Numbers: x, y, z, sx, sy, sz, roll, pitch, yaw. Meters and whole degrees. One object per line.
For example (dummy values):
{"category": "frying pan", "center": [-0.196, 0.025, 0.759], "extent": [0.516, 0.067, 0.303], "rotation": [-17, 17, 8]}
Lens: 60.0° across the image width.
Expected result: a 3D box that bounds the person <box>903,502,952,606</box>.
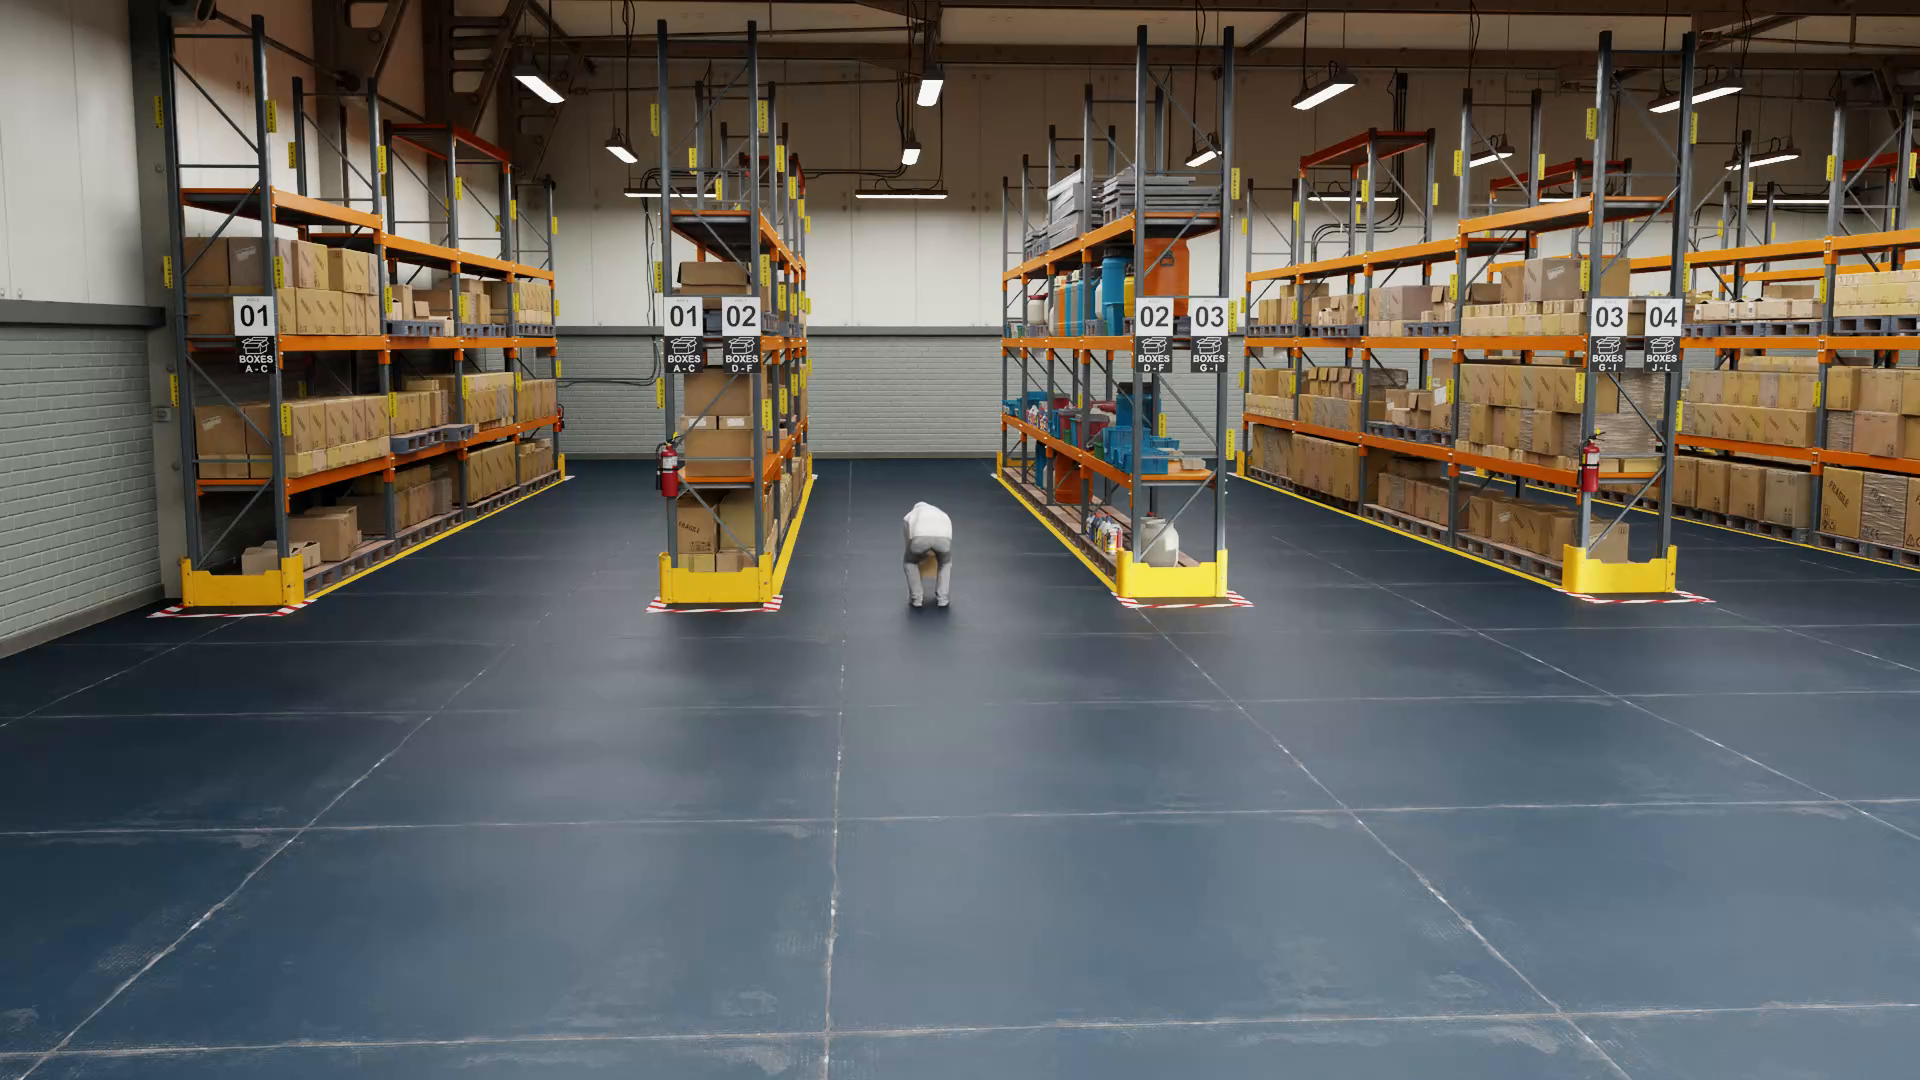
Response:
{"category": "person", "center": [-0.349, 0.147, 17.563], "extent": [0.513, 1.025, 0.997], "rotation": [-1, 7, -6]}
